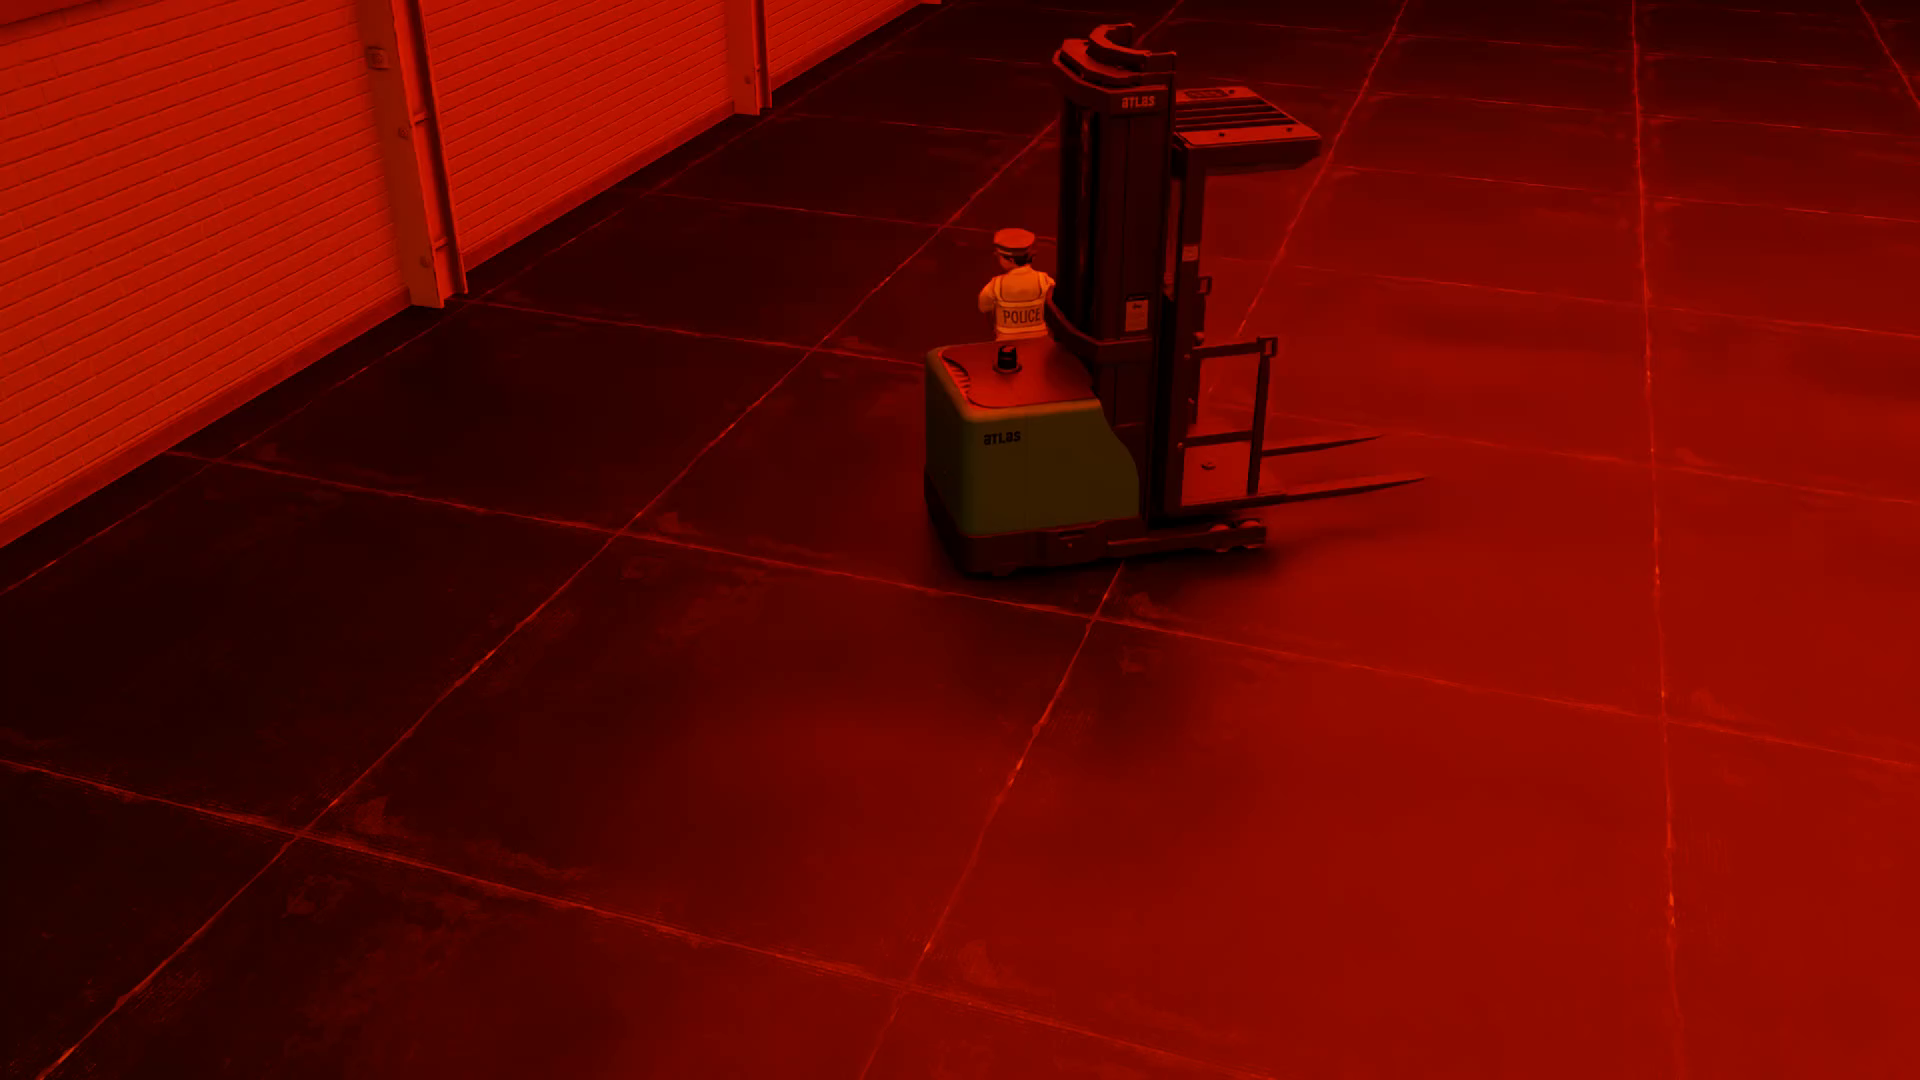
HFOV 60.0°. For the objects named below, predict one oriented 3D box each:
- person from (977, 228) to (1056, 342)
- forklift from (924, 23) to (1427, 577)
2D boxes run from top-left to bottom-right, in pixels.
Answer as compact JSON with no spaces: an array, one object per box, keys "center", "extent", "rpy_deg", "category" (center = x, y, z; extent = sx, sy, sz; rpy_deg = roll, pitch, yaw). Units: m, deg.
[{"center":[0.433,-1.243,10.694],"extent":[0.632,1.586,0.786],"rpy_deg":[-9,31,-15],"category":"person"},{"center":[1.353,-1.444,9.670],"extent":[3.031,2.935,1.130],"rpy_deg":[-7,30,-12],"category":"forklift"}]
